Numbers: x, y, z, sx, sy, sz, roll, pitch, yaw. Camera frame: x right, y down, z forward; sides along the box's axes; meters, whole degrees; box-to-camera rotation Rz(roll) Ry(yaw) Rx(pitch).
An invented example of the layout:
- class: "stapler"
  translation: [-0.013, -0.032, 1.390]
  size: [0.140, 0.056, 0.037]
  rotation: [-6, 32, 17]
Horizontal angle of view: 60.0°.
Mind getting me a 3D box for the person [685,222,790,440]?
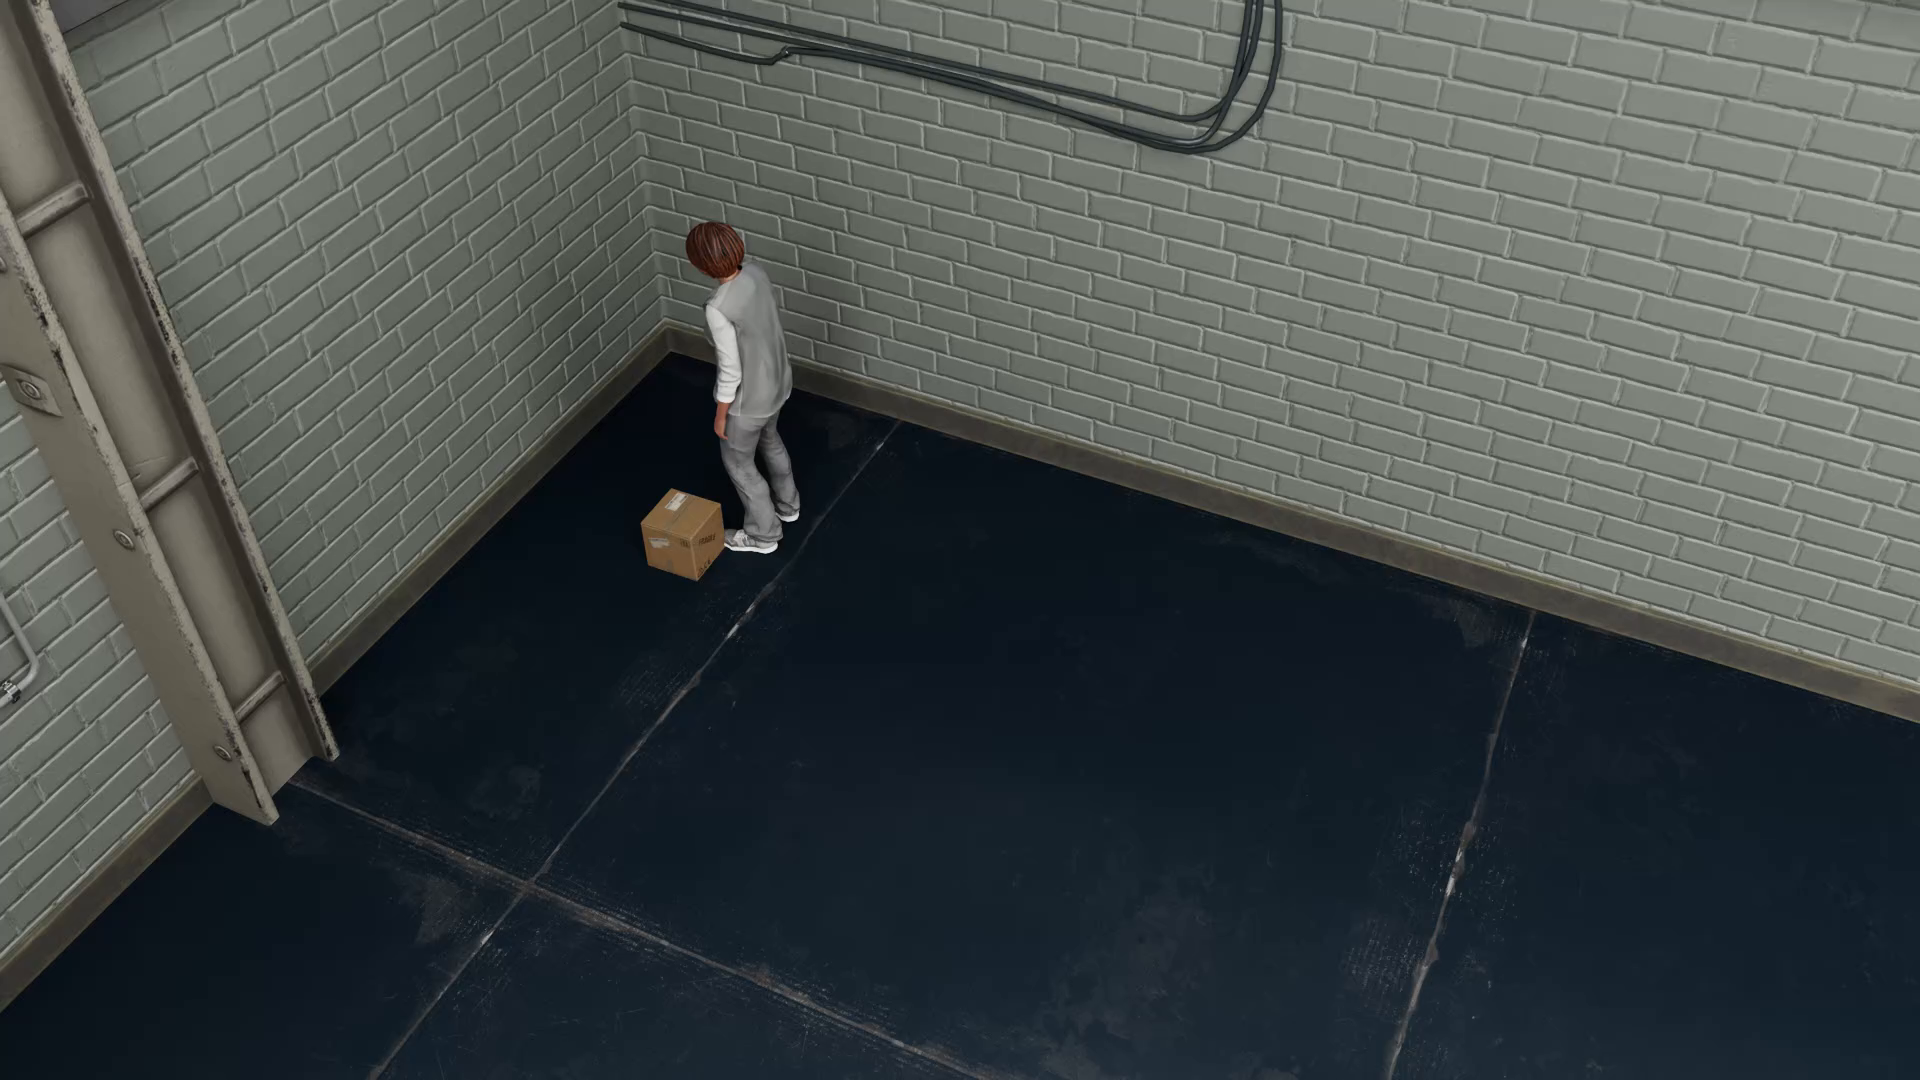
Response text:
- class: "person"
  translation: [-0.881, -0.856, 6.599]
  size: [0.330, 0.912, 0.464]
  rotation: [15, 45, 16]
